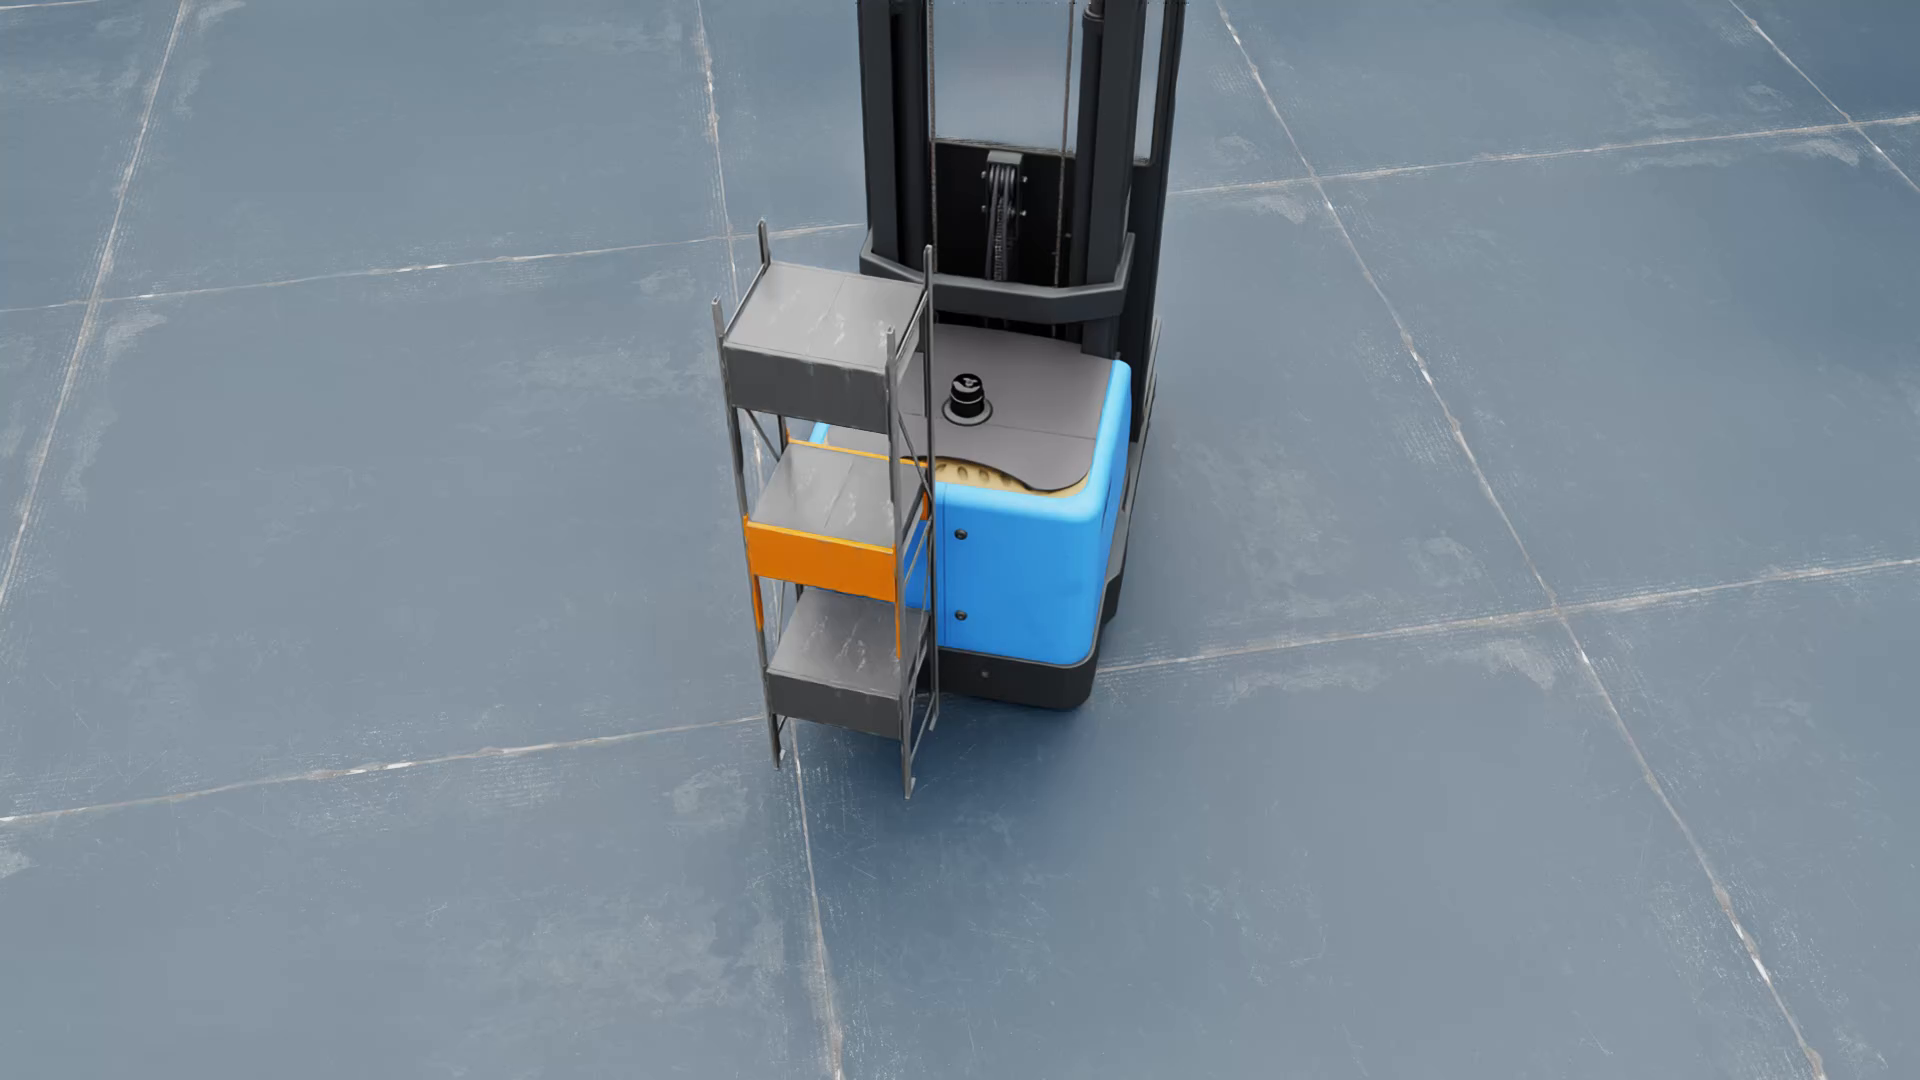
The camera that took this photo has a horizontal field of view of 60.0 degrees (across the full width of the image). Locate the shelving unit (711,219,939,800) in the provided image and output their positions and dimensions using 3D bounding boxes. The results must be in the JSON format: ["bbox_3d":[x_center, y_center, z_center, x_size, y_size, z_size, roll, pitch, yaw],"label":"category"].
[{"bbox_3d":[-0.371,0.003,5.289,0.503,2.100,0.431,11,47,10],"label":"shelving unit"}]

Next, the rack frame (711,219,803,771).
[{"bbox_3d":[-0.607,-0.042,5.332,0.015,2.100,0.400,11,47,10],"label":"rack frame"}]

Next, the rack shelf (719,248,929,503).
[{"bbox_3d":[-0.371,-0.473,4.795,0.480,0.518,0.431,11,47,10],"label":"rack shelf"}]

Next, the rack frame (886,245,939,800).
[{"bbox_3d":[-0.135,0.048,5.246,0.015,2.100,0.400,11,47,10],"label":"rack frame"}]

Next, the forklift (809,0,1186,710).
[{"bbox_3d":[0.247,-1.479,6.140,1.130,2.935,3.031,8,47,8],"label":"forklift"}]

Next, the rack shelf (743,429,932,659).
[{"bbox_3d":[-0.371,0.012,5.299,0.480,0.518,0.431,11,47,10],"label":"rack shelf"}]

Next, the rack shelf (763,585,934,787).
[{"bbox_3d":[-0.371,0.498,5.803,0.480,0.518,0.431,11,47,10],"label":"rack shelf"}]
